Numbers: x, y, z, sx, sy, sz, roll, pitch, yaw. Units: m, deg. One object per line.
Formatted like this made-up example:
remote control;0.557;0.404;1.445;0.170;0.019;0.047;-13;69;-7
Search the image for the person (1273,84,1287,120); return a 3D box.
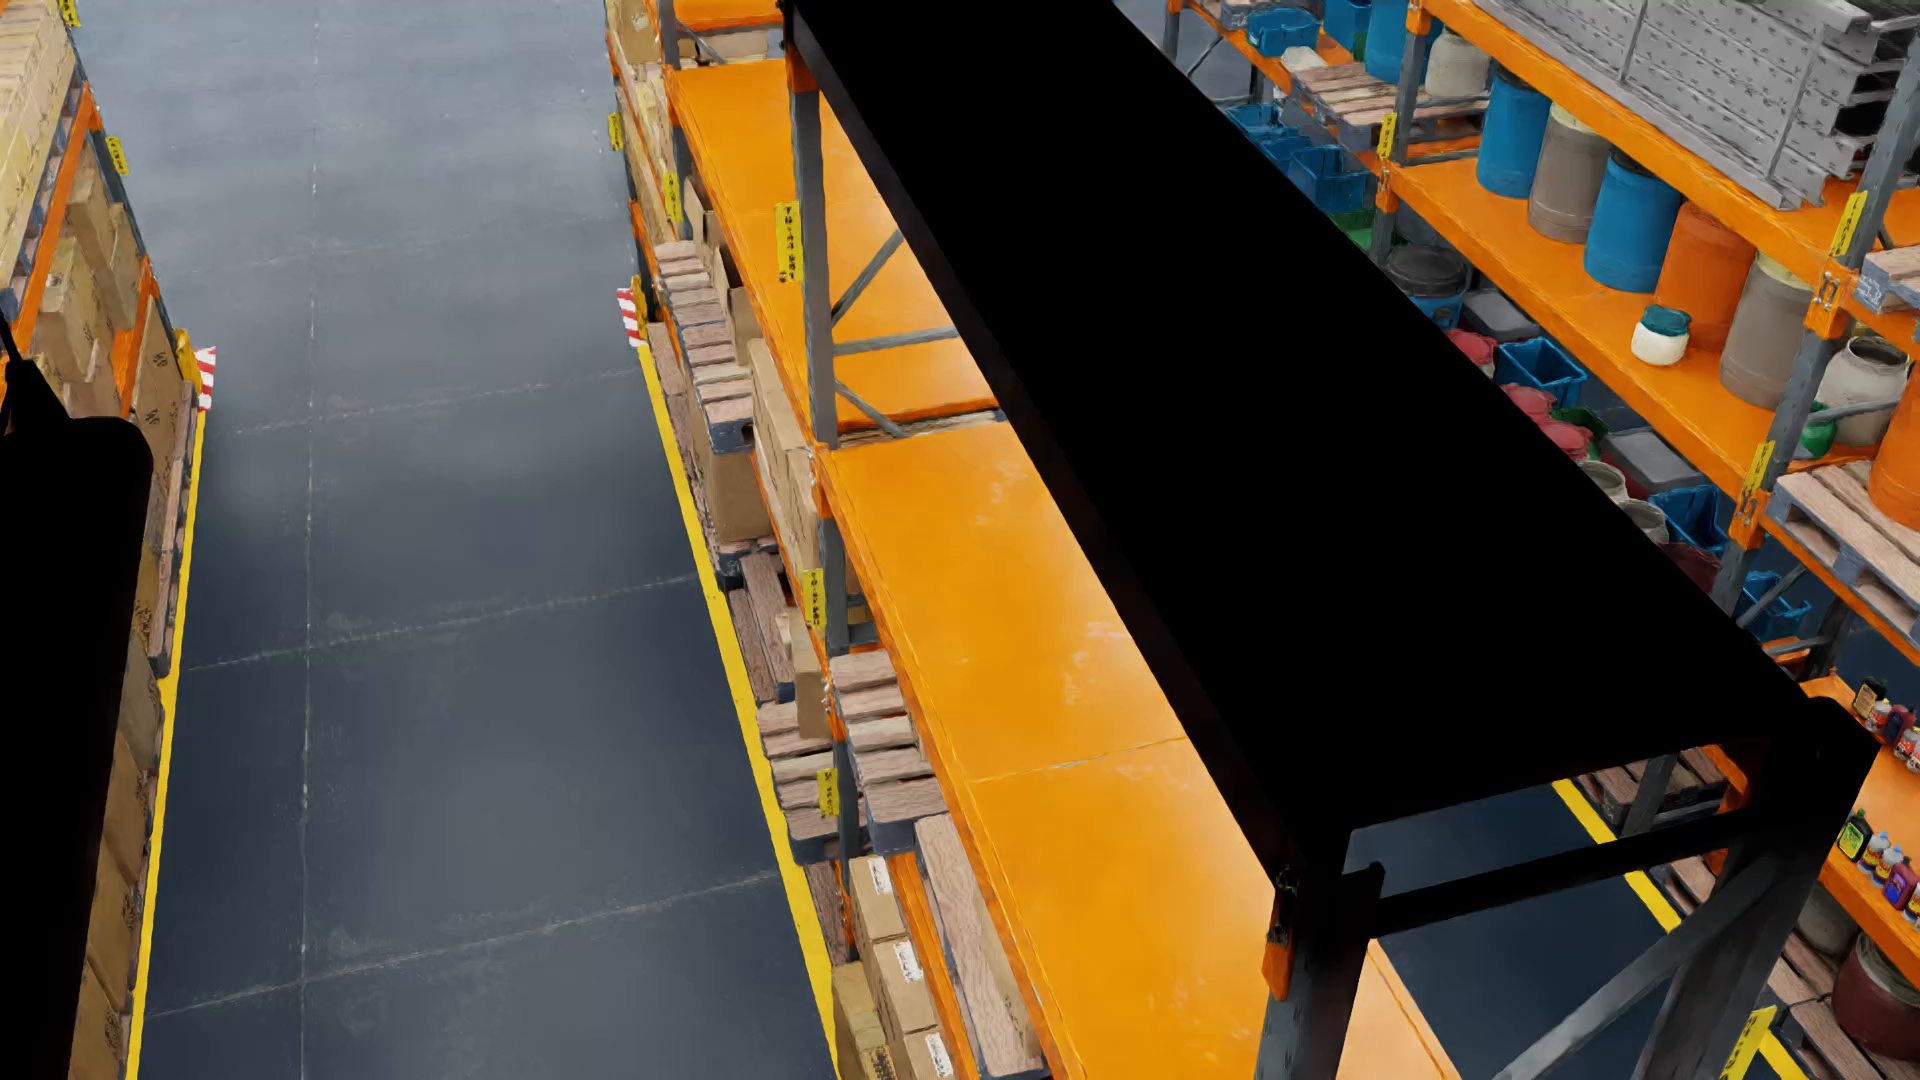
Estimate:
person;3.846;-5.400;18.242;0.688;1.719;0.822;-23;44;-26
